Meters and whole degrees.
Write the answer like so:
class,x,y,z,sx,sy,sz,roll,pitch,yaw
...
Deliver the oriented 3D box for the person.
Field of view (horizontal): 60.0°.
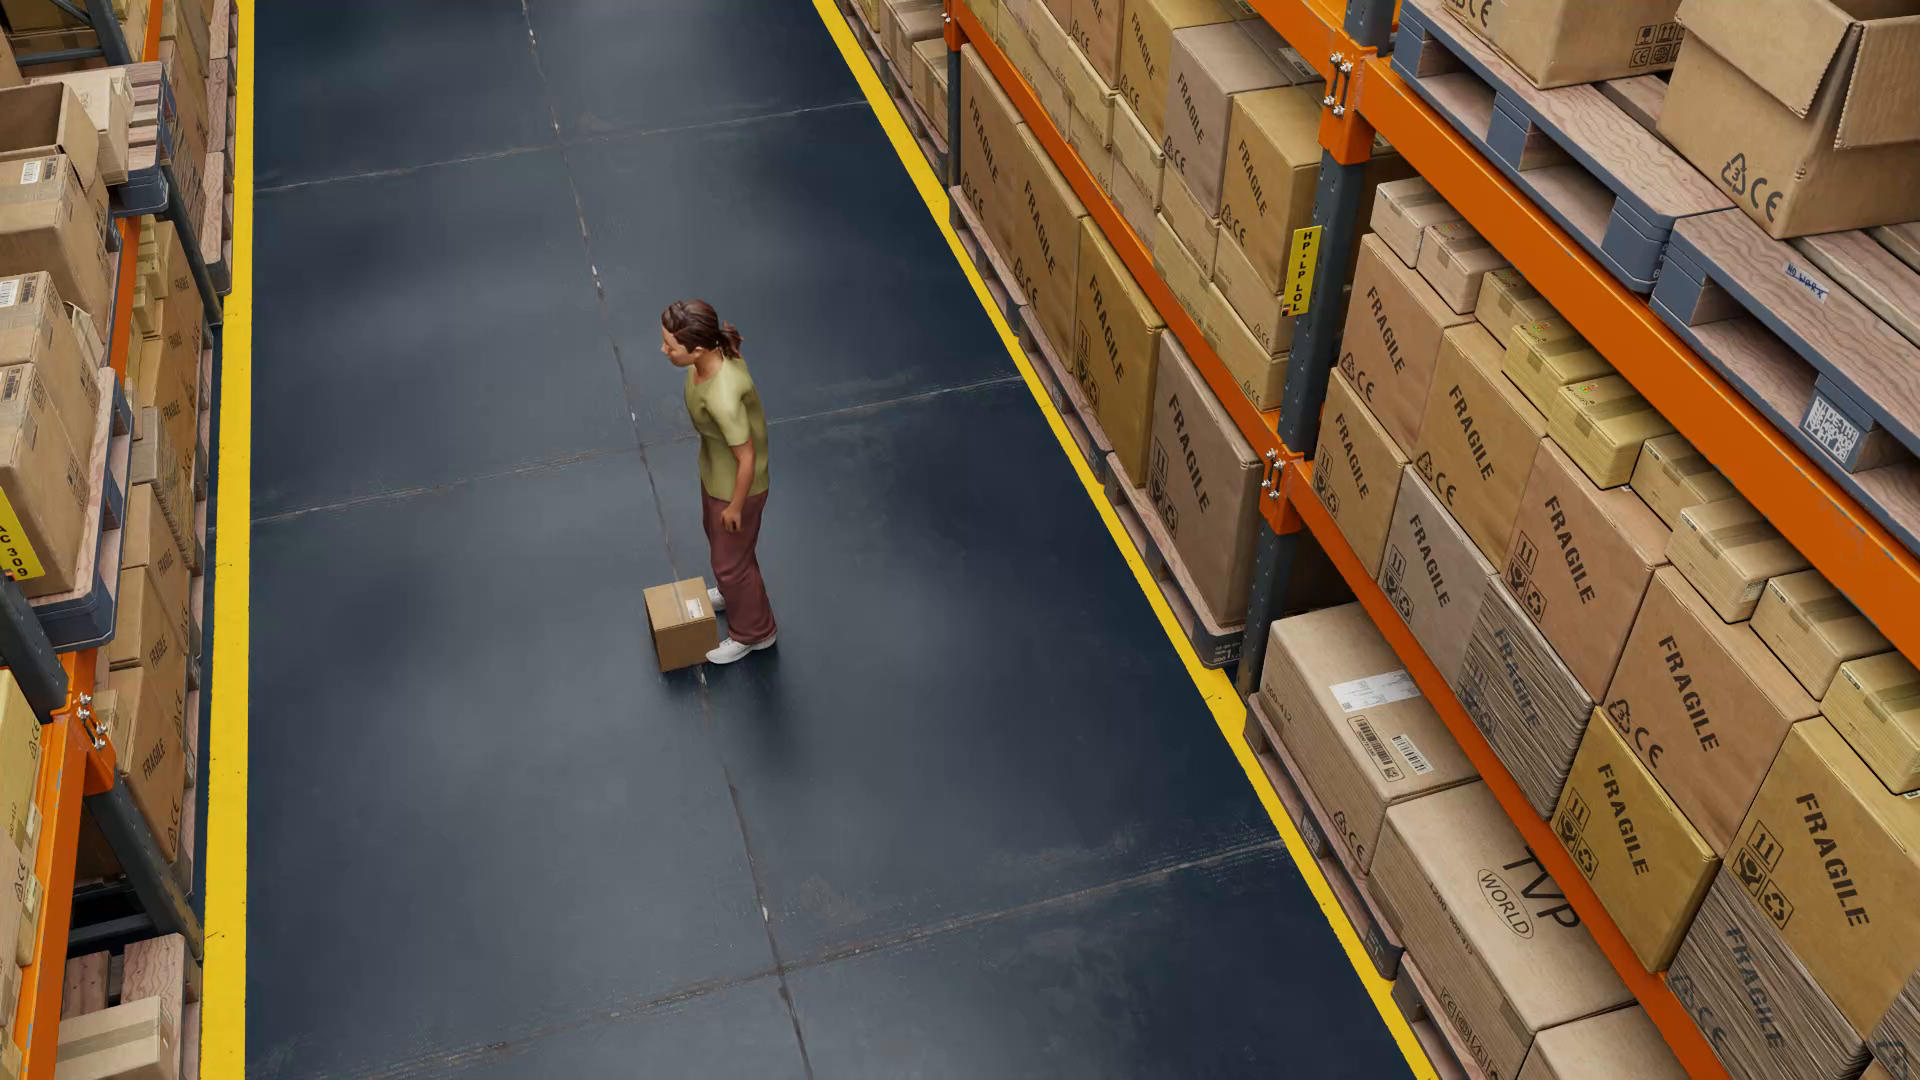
class,x,y,z,sx,sy,sz,roll,pitch,yaw
person,-0.913,-0.235,6.418,0.360,1.673,0.499,-12,44,-13
